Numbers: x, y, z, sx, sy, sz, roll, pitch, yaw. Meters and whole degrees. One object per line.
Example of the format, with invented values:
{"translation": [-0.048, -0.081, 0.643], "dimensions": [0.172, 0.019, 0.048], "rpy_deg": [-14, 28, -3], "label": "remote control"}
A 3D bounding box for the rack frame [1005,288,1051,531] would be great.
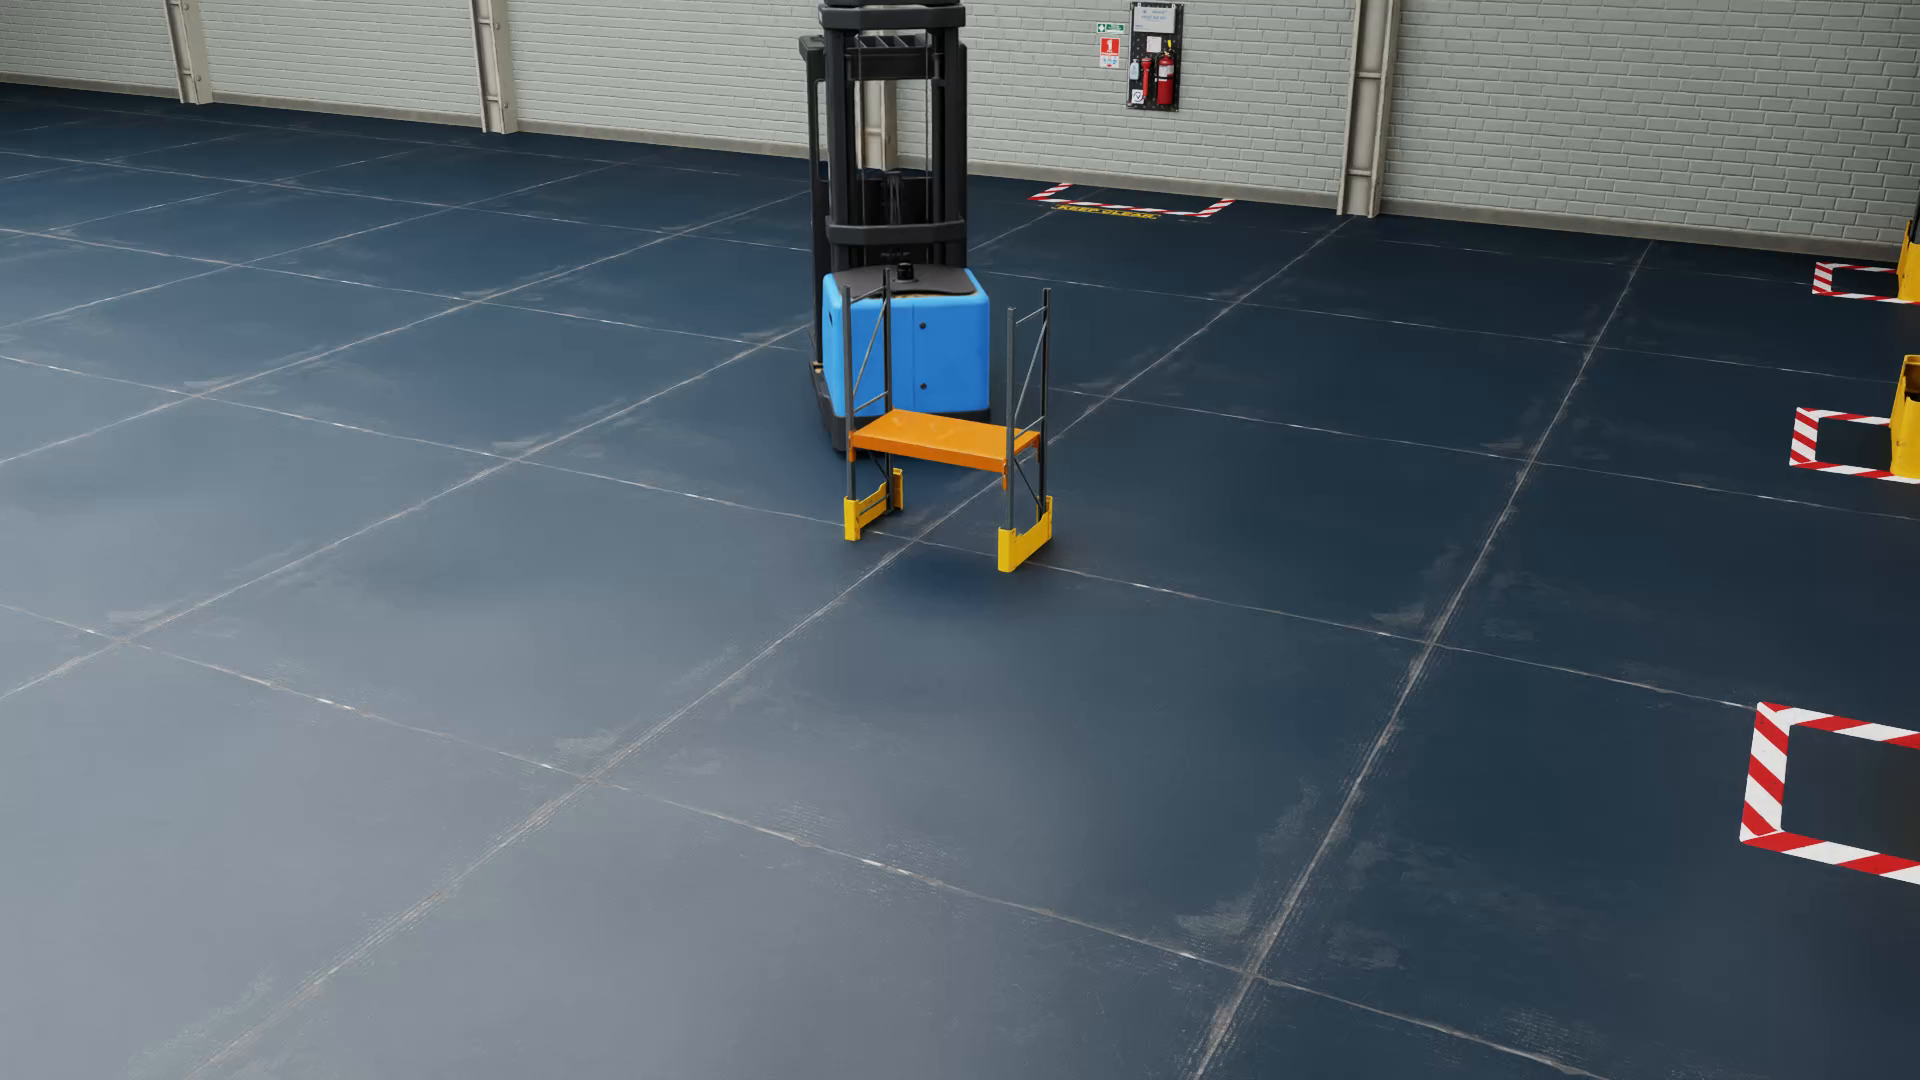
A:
{"translation": [0.378, -0.615, 9.281], "dimensions": [0.032, 1.500, 0.500], "rpy_deg": [11, 25, 25], "label": "rack frame"}

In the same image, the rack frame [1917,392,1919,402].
{"translation": [6.444, -1.968, 10.544], "dimensions": [0.127, 3.000, 1.000], "rpy_deg": [11, 25, 25], "label": "rack frame"}

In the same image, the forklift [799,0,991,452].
{"translation": [-0.533, -2.470, 11.813], "dimensions": [1.130, 2.935, 3.031], "rpy_deg": [-4, 23, -8], "label": "forklift"}

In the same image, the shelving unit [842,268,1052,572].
{"translation": [-0.068, -0.704, 9.488], "dimensions": [1.083, 1.500, 0.587], "rpy_deg": [11, 25, 25], "label": "shelving unit"}

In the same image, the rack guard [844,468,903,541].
{"translation": [-0.512, -0.216, 9.940], "dimensions": [0.087, 0.250, 0.587], "rpy_deg": [11, 25, 25], "label": "rack guard"}

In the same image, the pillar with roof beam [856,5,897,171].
{"translation": [-2.961, -7.253, 15.307], "dimensions": [0.400, 9.000, 9.100], "rpy_deg": [11, 25, 25], "label": "pillar with roof beam"}

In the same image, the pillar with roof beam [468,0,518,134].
{"translation": [-8.315, -8.313, 17.798], "dimensions": [0.400, 9.000, 9.100], "rpy_deg": [11, 25, 25], "label": "pillar with roof beam"}

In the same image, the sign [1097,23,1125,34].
{"translation": [1.701, -5.776, 18.777], "dimensions": [0.331, 0.109, 0.001], "rpy_deg": [11, 25, 25], "label": "sign"}

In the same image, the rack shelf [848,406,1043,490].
{"translation": [-0.076, -0.540, 9.562], "dimensions": [1.000, 0.185, 0.538], "rpy_deg": [11, 25, 25], "label": "rack shelf"}

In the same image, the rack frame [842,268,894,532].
{"translation": [-0.530, -0.795, 9.703], "dimensions": [0.032, 1.500, 0.500], "rpy_deg": [11, 25, 25], "label": "rack frame"}

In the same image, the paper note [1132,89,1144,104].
{"translation": [2.021, -5.036, 18.885], "dimensions": [0.142, 0.148, 0.016], "rpy_deg": [11, 25, 25], "label": "paper note"}

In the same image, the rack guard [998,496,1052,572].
{"translation": [0.376, -0.041, 9.526], "dimensions": [0.087, 0.250, 0.587], "rpy_deg": [11, 25, 25], "label": "rack guard"}

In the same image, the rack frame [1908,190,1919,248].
{"translation": [8.676, -3.698, 14.614], "dimensions": [0.127, 3.000, 1.000], "rpy_deg": [11, 25, 25], "label": "rack frame"}

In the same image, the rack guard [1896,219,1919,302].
{"translation": [8.744, -2.535, 15.071], "dimensions": [0.348, 0.500, 1.175], "rpy_deg": [11, 25, 25], "label": "rack guard"}

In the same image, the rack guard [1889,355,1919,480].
{"translation": [6.423, -0.822, 11.043], "dimensions": [0.348, 0.500, 1.175], "rpy_deg": [11, 25, 25], "label": "rack guard"}

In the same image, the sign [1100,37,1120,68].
{"translation": [1.701, -5.536, 18.890], "dimensions": [0.234, 0.329, 0.001], "rpy_deg": [11, 25, 25], "label": "sign"}

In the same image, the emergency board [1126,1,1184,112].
{"translation": [2.148, -5.386, 18.582], "dimensions": [0.643, 1.169, 0.194], "rpy_deg": [11, 25, 25], "label": "emergency board"}

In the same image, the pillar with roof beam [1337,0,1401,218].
{"translation": [2.394, -6.194, 12.815], "dimensions": [0.400, 9.000, 9.100], "rpy_deg": [11, 25, 25], "label": "pillar with roof beam"}

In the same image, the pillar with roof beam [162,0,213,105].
{"translation": [-13.670, -9.372, 20.289], "dimensions": [0.400, 9.000, 9.100], "rpy_deg": [11, 25, 25], "label": "pillar with roof beam"}
